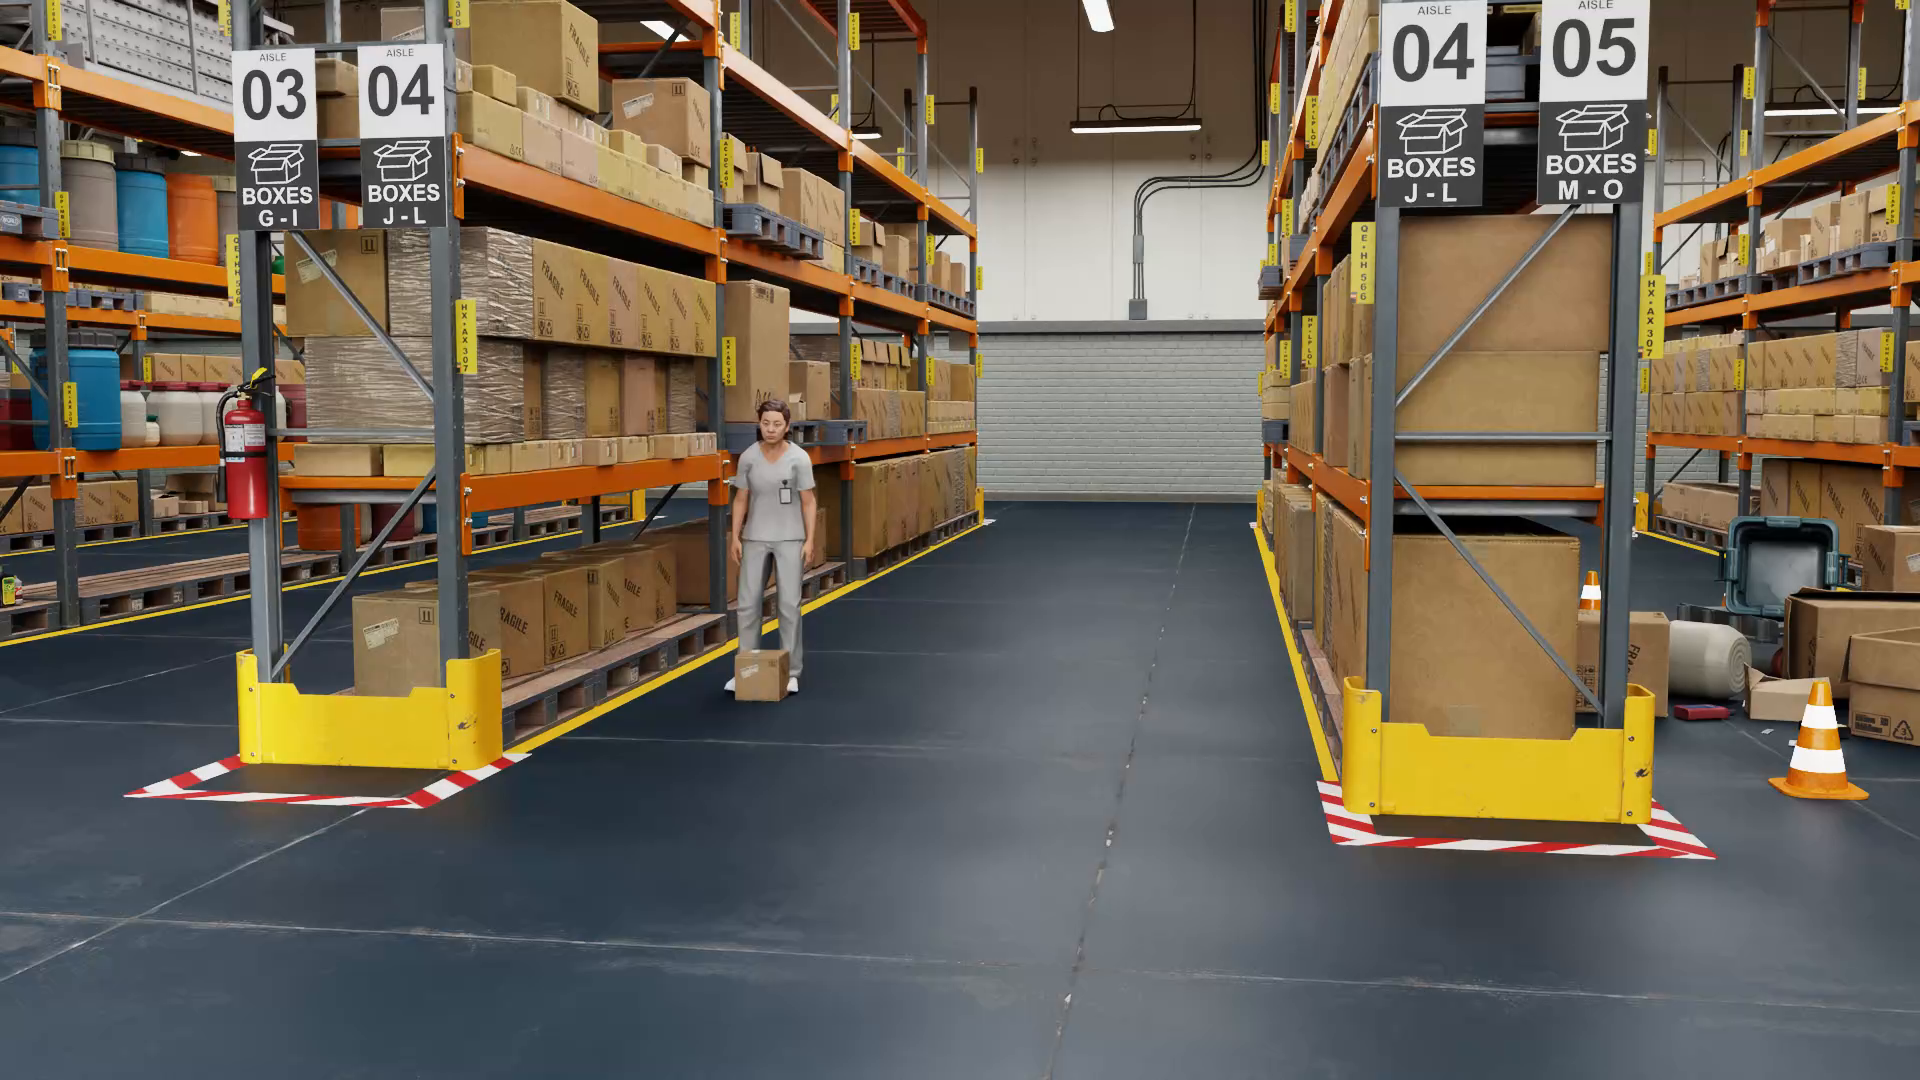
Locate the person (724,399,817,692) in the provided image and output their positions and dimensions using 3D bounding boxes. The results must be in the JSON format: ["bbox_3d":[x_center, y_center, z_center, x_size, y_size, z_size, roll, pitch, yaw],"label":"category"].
[{"bbox_3d":[-1.076,0.029,9.506,0.510,1.671,0.366,0,5,5],"label":"person"}]
